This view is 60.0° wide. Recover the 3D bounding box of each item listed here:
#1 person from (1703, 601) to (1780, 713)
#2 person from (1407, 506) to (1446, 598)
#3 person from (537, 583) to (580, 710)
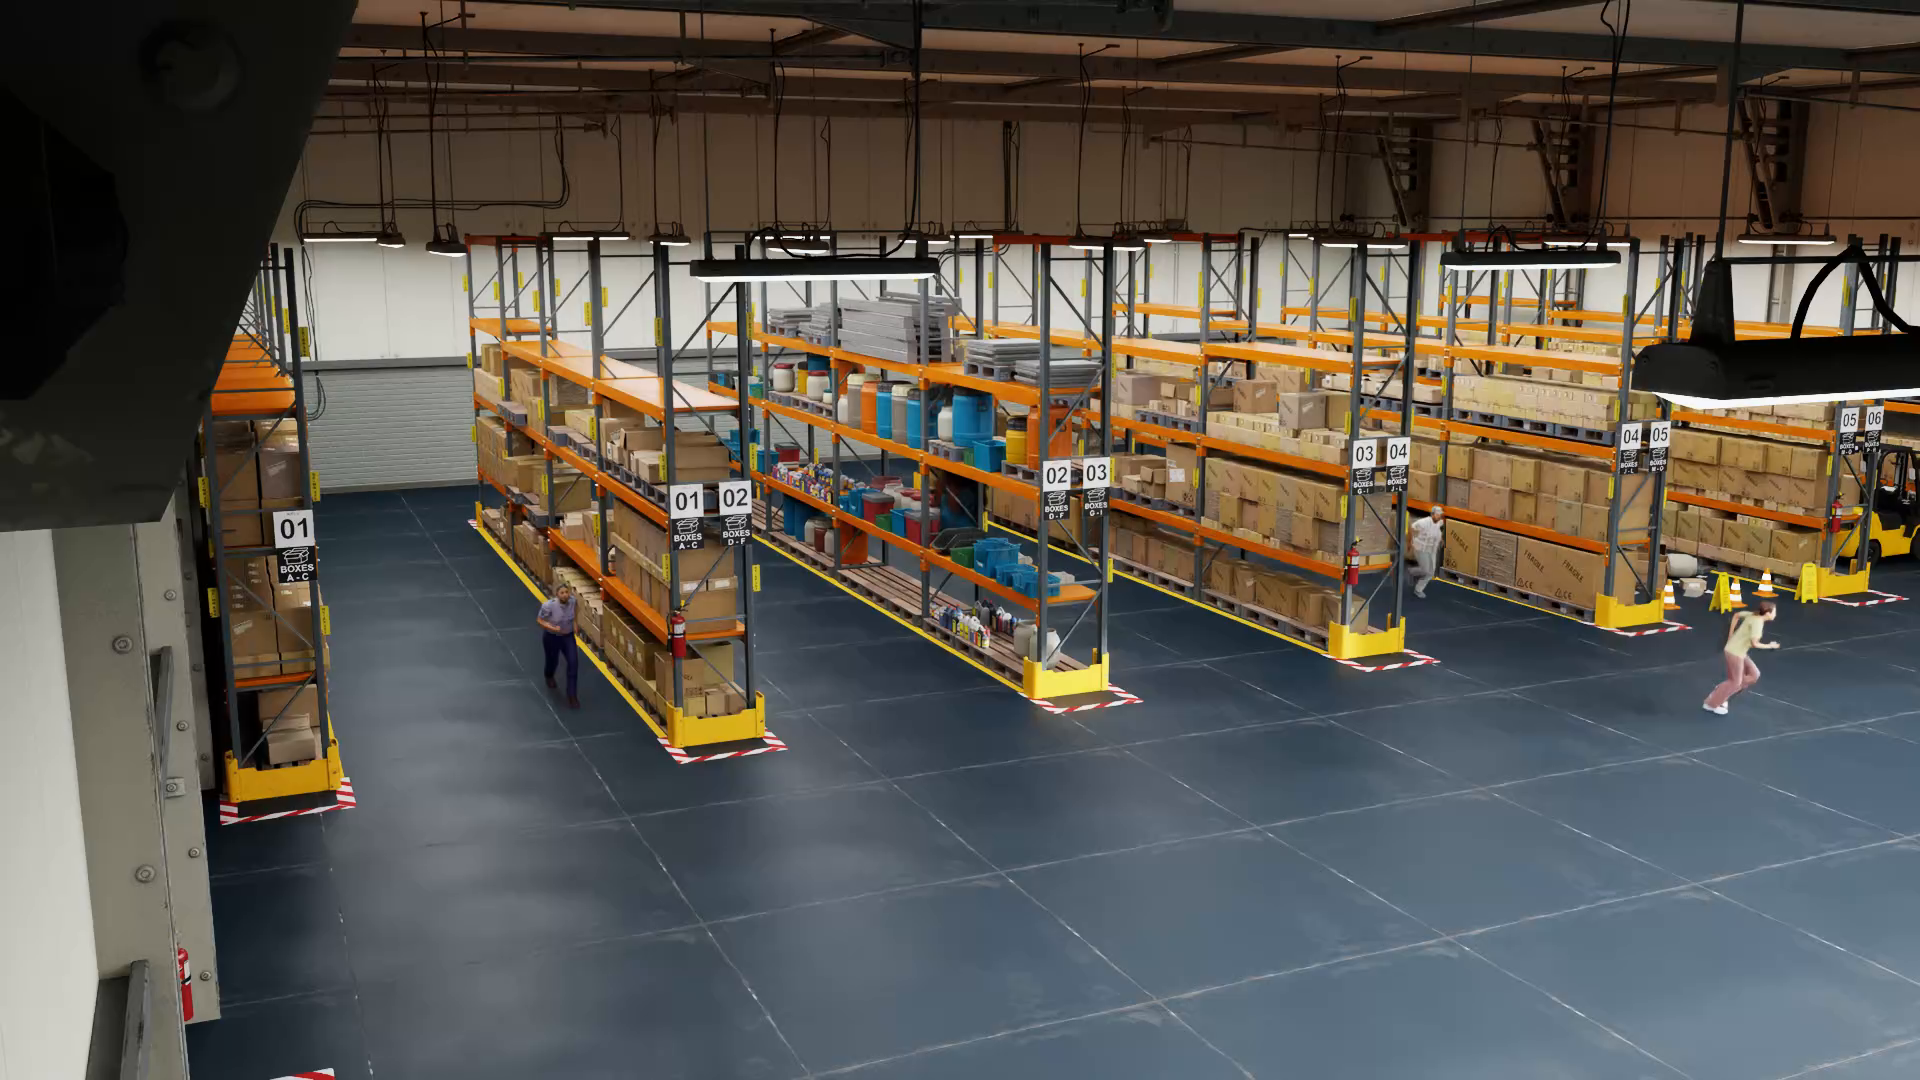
[{"bbox_3d":[10.094,1.495,21.455,0.833,1.510,0.608,3,11,17],"label":"person"},{"bbox_3d":[7.878,0.192,28.067,0.596,1.598,0.693,-6,12,-27],"label":"person"},{"bbox_3d":[-5.312,1.343,22.012,0.608,1.653,1.052,-6,12,-28],"label":"person"}]
